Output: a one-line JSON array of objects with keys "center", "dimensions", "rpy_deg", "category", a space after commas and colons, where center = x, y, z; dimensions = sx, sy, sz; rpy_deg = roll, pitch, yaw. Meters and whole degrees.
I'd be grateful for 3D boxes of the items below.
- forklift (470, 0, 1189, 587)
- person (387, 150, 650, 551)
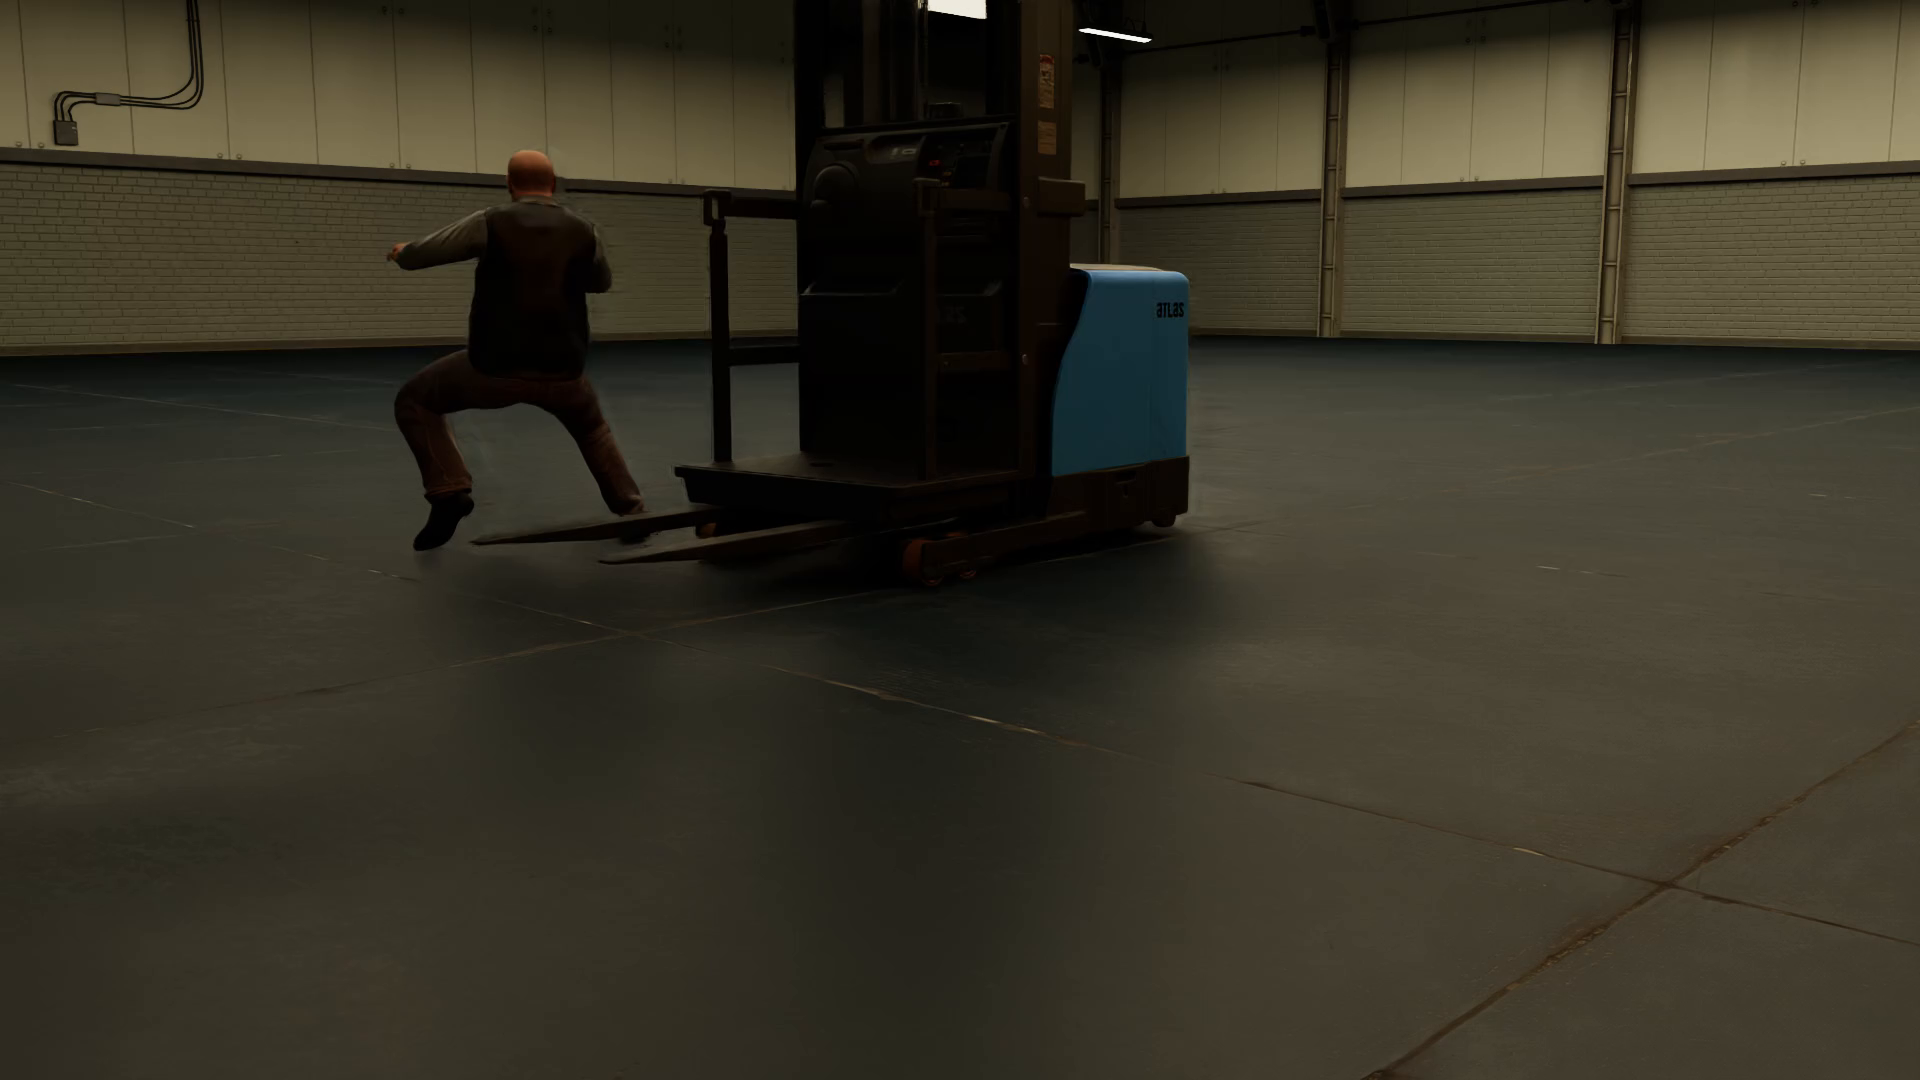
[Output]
[{"center": [-0.339, -1.372, 5.988], "dimensions": [1.130, 2.935, 3.031], "rpy_deg": [7, 11, 37], "category": "forklift"}, {"center": [-1.685, -0.731, 6.440], "dimensions": [0.956, 1.511, 0.761], "rpy_deg": [-4, 10, -26], "category": "person"}]
